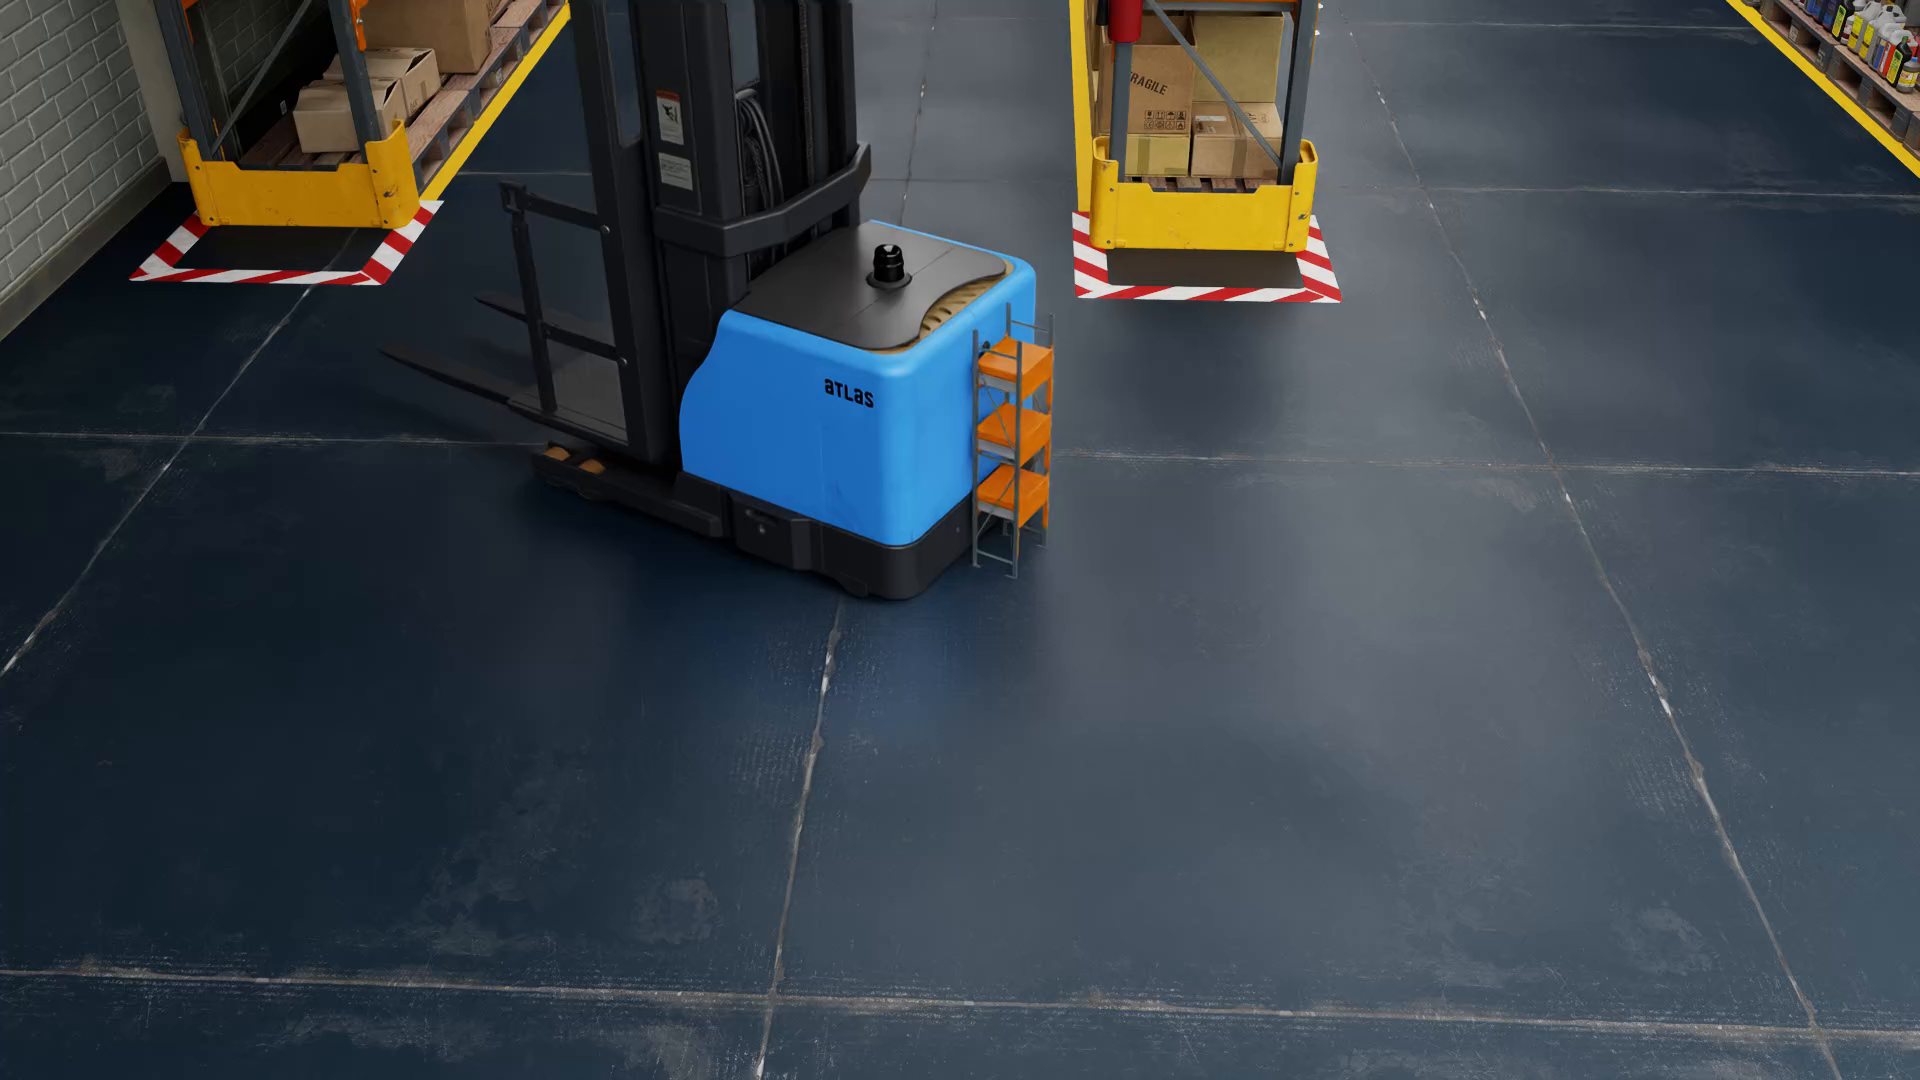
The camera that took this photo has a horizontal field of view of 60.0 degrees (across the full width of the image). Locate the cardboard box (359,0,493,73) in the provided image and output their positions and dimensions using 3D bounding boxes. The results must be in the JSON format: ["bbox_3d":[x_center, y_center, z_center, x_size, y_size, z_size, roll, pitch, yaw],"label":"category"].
[{"bbox_3d":[-3.432,-3.317,10.652,0.700,0.500,0.500,-1,35,-1],"label":"cardboard box"}]

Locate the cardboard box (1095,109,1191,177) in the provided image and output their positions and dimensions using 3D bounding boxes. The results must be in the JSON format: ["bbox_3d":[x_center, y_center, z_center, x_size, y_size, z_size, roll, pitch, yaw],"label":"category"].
[{"bbox_3d":[1.024,-2.266,9.391,0.500,0.250,0.500,1,35,2],"label":"cardboard box"}]

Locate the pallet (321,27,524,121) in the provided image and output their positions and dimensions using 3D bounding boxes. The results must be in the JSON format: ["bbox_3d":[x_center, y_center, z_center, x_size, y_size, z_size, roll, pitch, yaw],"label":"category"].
[{"bbox_3d":[-3.529,-3.084,10.954,1.003,0.211,1.213,1,35,2],"label":"pallet"}]

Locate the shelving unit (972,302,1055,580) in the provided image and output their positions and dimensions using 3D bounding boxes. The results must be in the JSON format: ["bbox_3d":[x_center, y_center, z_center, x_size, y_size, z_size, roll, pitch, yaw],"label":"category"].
[{"bbox_3d":[0.198,-0.364,6.354,0.215,1.050,0.252,19,39,25],"label":"shelving unit"}]

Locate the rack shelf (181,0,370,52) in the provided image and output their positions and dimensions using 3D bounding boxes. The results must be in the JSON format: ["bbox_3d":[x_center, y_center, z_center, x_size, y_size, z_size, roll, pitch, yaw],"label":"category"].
[{"bbox_3d":[-3.572,-3.871,10.275,1.077,0.370,4.000,1,35,2],"label":"rack shelf"}]

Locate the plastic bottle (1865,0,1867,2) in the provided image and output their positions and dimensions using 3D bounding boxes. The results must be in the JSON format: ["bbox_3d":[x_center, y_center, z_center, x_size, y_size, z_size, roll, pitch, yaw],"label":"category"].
[{"bbox_3d":[6.075,-3.609,11.266,0.097,0.271,0.097,0,35,0],"label":"plastic bottle"}]

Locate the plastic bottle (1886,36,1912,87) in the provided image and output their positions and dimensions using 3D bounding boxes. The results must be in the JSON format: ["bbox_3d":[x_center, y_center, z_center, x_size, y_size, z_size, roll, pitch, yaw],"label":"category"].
[{"bbox_3d":[5.869,-2.989,10.374,0.061,0.283,0.133,2,35,3],"label":"plastic bottle"}]

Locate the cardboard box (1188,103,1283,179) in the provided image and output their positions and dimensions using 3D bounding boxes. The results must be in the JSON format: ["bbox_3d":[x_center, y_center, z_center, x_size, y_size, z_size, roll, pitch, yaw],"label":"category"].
[{"bbox_3d":[1.542,-2.254,9.374,0.500,0.250,0.500,1,35,2],"label":"cardboard box"}]

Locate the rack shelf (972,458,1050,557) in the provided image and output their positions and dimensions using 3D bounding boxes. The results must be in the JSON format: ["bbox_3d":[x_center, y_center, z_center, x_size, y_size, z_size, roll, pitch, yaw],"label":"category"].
[{"bbox_3d":[0.199,-0.127,6.519,0.215,0.259,0.240,19,39,25],"label":"rack shelf"}]

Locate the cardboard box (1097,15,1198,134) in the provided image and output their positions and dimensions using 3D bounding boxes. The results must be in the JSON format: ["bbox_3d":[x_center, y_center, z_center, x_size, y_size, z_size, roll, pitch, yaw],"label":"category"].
[{"bbox_3d":[1.022,-2.572,9.175,0.500,0.500,0.500,1,35,2],"label":"cardboard box"}]

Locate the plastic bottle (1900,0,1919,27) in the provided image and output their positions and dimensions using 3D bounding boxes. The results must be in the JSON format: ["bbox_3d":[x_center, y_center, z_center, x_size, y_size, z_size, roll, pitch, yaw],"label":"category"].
[{"bbox_3d":[6.513,-3.653,11.325,0.152,0.276,0.135,1,35,2],"label":"plastic bottle"}]

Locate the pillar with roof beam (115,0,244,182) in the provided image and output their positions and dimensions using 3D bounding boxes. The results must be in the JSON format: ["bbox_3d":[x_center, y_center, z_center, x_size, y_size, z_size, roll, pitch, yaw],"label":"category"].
[{"bbox_3d":[-0.187,-5.793,7.167,9.100,9.000,0.400,1,35,2],"label":"pillar with roof beam"}]

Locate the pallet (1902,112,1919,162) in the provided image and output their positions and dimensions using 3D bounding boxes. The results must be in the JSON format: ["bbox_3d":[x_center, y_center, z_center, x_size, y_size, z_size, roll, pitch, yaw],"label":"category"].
[{"bbox_3d":[6.241,-2.158,9.637,1.003,0.211,1.213,1,35,2],"label":"pallet"}]

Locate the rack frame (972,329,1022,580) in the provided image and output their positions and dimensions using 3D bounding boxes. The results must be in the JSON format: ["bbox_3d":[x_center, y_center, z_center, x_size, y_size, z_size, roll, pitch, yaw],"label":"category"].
[{"bbox_3d":[0.136,-0.303,6.268,0.200,1.050,0.008,19,39,25],"label":"rack frame"}]

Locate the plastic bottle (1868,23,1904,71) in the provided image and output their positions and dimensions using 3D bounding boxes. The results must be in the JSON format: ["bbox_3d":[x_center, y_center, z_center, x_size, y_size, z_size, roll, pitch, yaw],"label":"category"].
[{"bbox_3d":[5.926,-3.142,10.598,0.152,0.276,0.135,0,35,1],"label":"plastic bottle"}]

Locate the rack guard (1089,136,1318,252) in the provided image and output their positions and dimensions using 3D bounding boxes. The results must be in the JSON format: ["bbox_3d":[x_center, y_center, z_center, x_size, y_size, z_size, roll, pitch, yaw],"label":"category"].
[{"bbox_3d":[1.297,-1.867,8.972,1.175,0.500,0.348,1,35,2],"label":"rack guard"}]

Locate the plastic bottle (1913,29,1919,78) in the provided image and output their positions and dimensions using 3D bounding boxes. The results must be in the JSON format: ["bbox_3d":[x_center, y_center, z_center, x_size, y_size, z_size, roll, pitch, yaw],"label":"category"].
[{"bbox_3d":[6.027,-3.063,10.480,0.061,0.283,0.133,1,35,2],"label":"plastic bottle"}]

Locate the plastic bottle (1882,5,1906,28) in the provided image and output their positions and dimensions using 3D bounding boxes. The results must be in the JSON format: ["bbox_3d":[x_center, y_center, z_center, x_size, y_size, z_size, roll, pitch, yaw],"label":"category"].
[{"bbox_3d":[6.085,-3.355,10.901,0.152,0.276,0.135,1,35,2],"label":"plastic bottle"}]

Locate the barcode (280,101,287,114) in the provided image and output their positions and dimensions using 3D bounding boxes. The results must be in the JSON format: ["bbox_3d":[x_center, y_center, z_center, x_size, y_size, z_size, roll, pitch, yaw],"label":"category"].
[{"bbox_3d":[-3.933,-2.515,9.667,0.001,0.075,0.075,1,35,2],"label":"barcode"}]

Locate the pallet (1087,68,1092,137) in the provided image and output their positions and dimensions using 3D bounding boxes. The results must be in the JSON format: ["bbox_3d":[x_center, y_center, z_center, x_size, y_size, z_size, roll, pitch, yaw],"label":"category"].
[{"bbox_3d":[1.338,-2.902,10.696,1.003,0.211,1.213,1,35,2],"label":"pallet"}]

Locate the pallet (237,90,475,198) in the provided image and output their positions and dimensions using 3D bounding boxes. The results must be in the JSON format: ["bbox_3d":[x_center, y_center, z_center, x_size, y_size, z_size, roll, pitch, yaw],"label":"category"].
[{"bbox_3d":[-3.581,-2.385,9.960,1.003,0.211,1.213,1,35,2],"label":"pallet"}]

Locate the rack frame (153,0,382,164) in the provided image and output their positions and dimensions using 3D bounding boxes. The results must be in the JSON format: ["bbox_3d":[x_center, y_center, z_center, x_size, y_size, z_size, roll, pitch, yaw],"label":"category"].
[{"bbox_3d":[-3.652,-3.016,8.433,1.000,3.000,0.127,1,35,2],"label":"rack frame"}]

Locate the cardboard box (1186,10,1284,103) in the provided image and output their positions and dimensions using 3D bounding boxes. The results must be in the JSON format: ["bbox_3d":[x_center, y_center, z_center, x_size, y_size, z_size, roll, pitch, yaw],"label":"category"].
[{"bbox_3d":[1.560,-2.848,9.567,0.500,0.500,0.500,1,35,2],"label":"cardboard box"}]

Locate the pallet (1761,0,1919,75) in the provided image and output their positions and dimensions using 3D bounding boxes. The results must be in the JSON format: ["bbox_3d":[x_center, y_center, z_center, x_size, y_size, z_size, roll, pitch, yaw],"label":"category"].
[{"bbox_3d":[6.339,-3.560,11.631,1.003,0.211,1.213,1,35,2],"label":"pallet"}]

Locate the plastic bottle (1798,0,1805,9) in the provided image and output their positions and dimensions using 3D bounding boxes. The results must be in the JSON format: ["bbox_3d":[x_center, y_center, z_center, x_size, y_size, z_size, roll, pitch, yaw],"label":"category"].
[{"bbox_3d":[5.949,-3.831,11.643,0.097,0.201,0.097,0,35,0],"label":"plastic bottle"}]

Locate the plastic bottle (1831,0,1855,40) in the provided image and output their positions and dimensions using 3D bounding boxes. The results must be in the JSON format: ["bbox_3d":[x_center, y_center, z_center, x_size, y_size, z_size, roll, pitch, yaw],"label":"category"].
[{"bbox_3d":[5.905,-3.497,11.098,0.061,0.283,0.133,3,35,4],"label":"plastic bottle"}]

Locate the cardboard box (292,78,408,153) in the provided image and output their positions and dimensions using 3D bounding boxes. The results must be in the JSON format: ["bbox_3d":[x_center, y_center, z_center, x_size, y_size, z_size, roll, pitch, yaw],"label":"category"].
[{"bbox_3d":[-3.534,-2.491,9.642,0.500,0.311,0.500,-2,35,-3],"label":"cardboard box"}]

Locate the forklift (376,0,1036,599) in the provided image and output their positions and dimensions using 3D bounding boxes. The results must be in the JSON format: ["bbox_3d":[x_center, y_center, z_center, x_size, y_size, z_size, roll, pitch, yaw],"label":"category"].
[{"bbox_3d":[-1.215,-1.606,6.486,3.031,2.935,1.130,20,40,25],"label":"forklift"}]

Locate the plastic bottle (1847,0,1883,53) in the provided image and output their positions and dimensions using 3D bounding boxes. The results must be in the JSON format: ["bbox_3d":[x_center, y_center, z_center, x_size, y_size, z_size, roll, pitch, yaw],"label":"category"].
[{"bbox_3d":[5.936,-3.375,10.864,0.144,0.351,0.185,1,35,2],"label":"plastic bottle"}]

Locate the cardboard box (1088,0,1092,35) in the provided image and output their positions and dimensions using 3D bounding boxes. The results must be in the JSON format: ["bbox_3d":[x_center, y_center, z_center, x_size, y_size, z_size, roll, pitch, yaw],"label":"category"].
[{"bbox_3d":[1.069,-3.435,10.402,0.500,0.500,0.500,1,35,2],"label":"cardboard box"}]

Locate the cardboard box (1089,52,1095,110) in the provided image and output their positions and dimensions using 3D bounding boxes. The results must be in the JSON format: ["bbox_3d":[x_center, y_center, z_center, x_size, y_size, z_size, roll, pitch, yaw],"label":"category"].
[{"bbox_3d":[1.051,-2.840,10.209,0.500,0.250,0.500,1,35,2],"label":"cardboard box"}]

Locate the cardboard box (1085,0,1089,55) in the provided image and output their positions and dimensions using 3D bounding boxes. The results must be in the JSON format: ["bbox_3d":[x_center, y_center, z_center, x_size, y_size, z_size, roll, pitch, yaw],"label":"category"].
[{"bbox_3d":[1.086,-3.415,11.027,0.500,0.250,0.500,1,35,2],"label":"cardboard box"}]

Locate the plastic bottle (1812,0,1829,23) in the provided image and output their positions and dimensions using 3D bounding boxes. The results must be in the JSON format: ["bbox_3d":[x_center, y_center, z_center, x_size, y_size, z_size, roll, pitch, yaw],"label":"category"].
[{"bbox_3d":[5.961,-3.727,11.366,0.144,0.351,0.185,2,35,3],"label":"plastic bottle"}]
